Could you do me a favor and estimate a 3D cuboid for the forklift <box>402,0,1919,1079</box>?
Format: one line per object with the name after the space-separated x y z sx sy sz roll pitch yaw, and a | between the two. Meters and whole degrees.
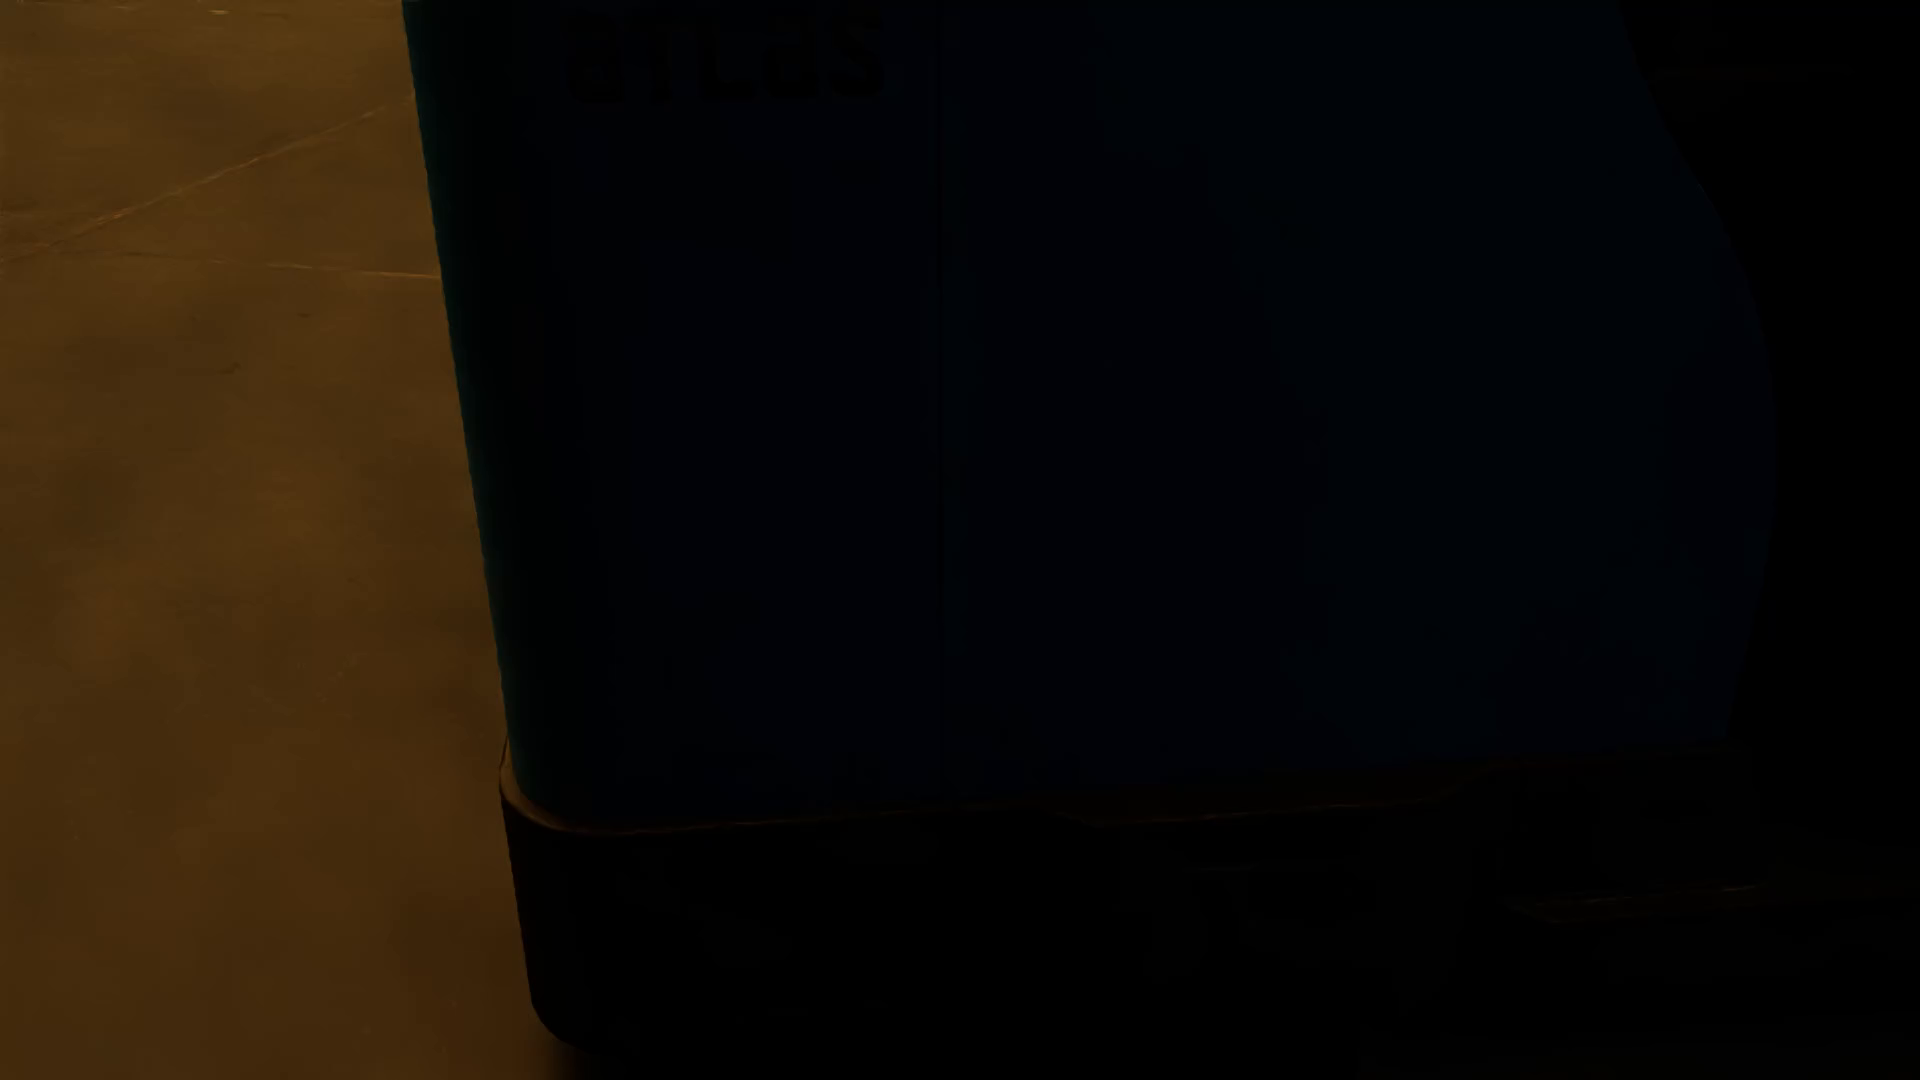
1.055 -1.109 1.444 3.031 2.935 1.130 -3 27 -7 | forklift
